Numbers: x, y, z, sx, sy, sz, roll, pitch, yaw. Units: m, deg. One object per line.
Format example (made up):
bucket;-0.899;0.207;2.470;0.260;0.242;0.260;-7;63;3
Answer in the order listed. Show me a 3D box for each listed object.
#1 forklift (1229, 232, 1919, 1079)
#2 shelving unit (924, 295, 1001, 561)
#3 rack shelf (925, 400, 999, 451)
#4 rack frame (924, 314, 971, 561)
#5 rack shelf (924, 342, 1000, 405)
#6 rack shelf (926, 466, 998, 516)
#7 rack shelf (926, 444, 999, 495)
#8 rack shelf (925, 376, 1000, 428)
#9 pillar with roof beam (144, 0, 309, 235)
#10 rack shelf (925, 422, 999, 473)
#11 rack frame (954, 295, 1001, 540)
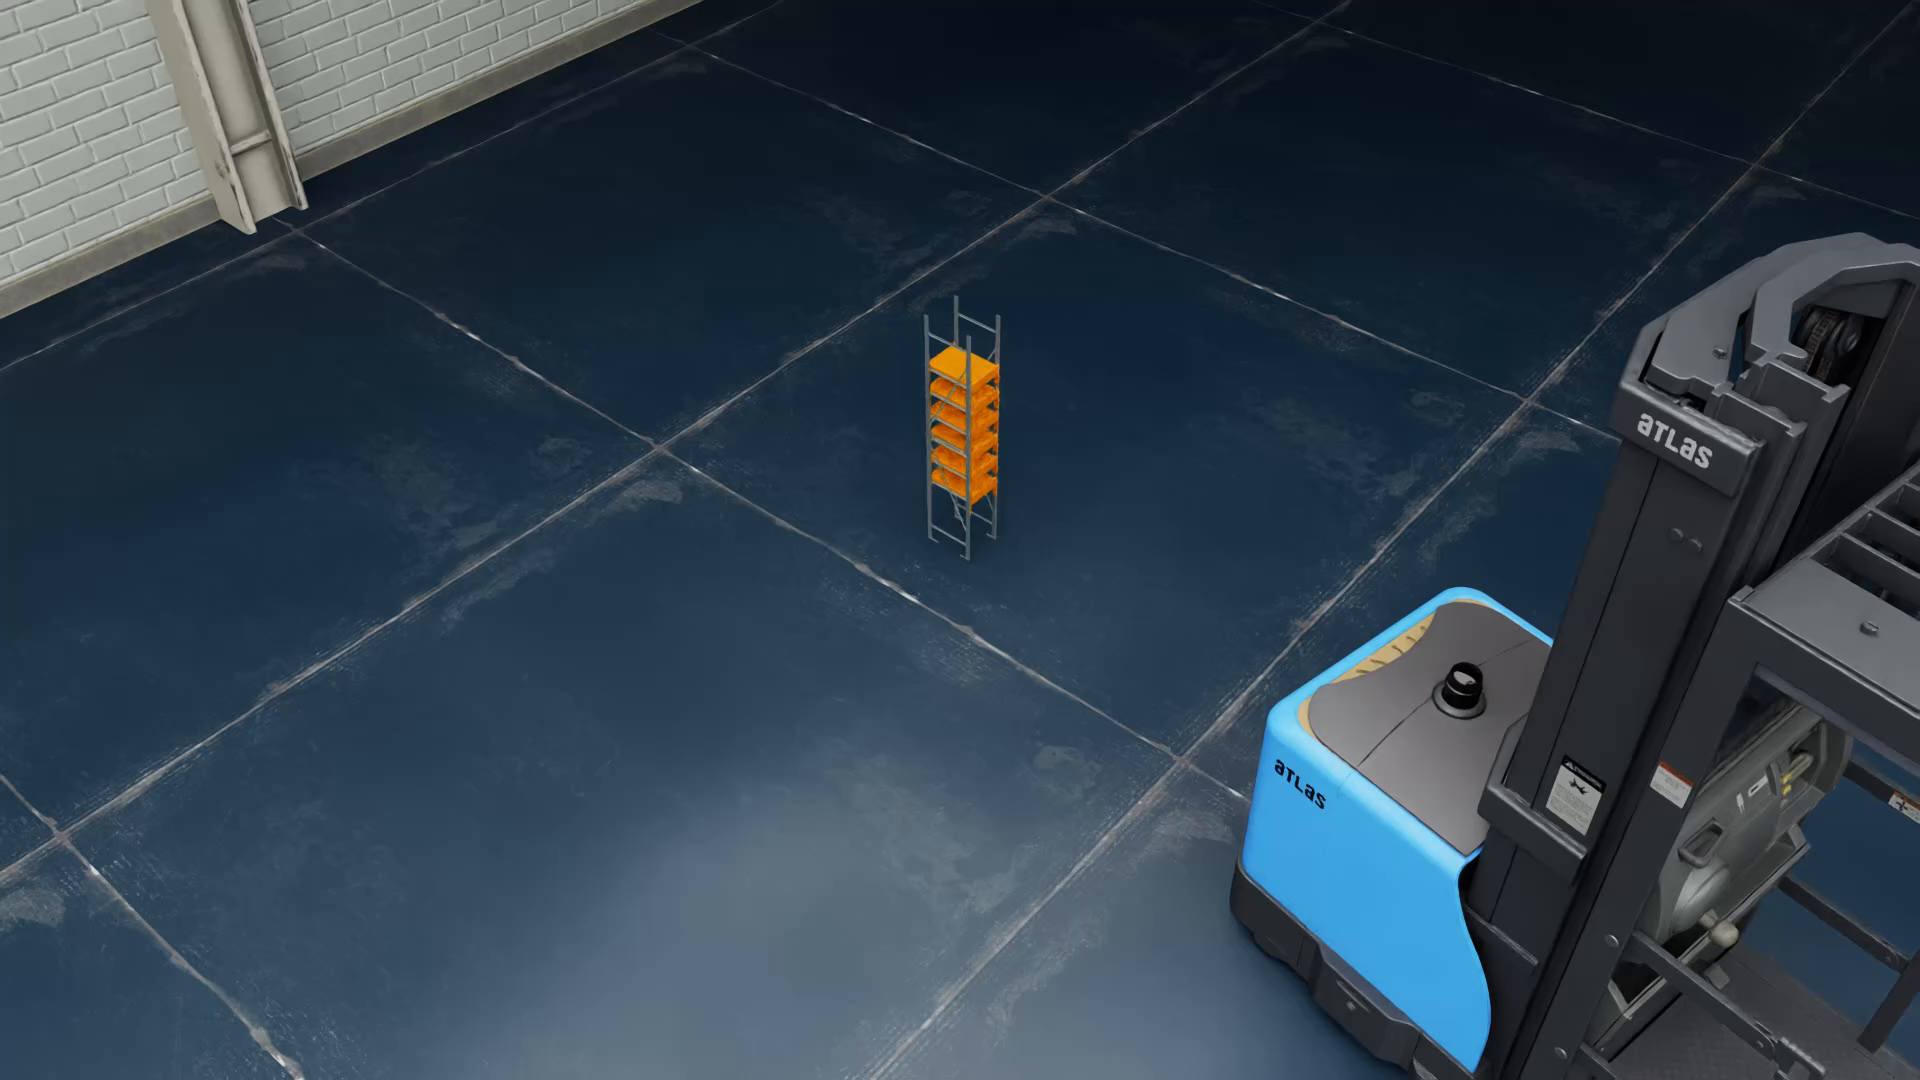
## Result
forklift;2.270;0.822;4.350;1.130;2.935;3.031;-28;49;-28
shelving unit;0.009;-0.451;7.037;0.258;1.200;0.189;29;50;28
rack shelf;0.009;-0.507;6.986;0.258;0.103;0.180;29;50;28
rack frame;-0.050;-0.404;6.985;0.240;1.200;0.006;29;50;28
rack shelf;0.009;-0.685;6.825;0.258;0.103;0.180;29;50;28
rack shelf;0.009;-0.241;7.228;0.258;0.103;0.180;29;50;28
rack shelf;0.009;-0.330;7.147;0.258;0.103;0.180;29;50;28
rack shelf;0.009;-0.596;6.905;0.258;0.103;0.180;29;50;28
pillar with roof beam;-0.678;-3.340;4.417;9.100;9.000;0.400;29;50;28
rack shelf;0.009;-0.419;7.067;0.258;0.103;0.180;29;50;28
rack frame;0.068;-0.498;7.089;0.240;1.200;0.006;29;50;28
